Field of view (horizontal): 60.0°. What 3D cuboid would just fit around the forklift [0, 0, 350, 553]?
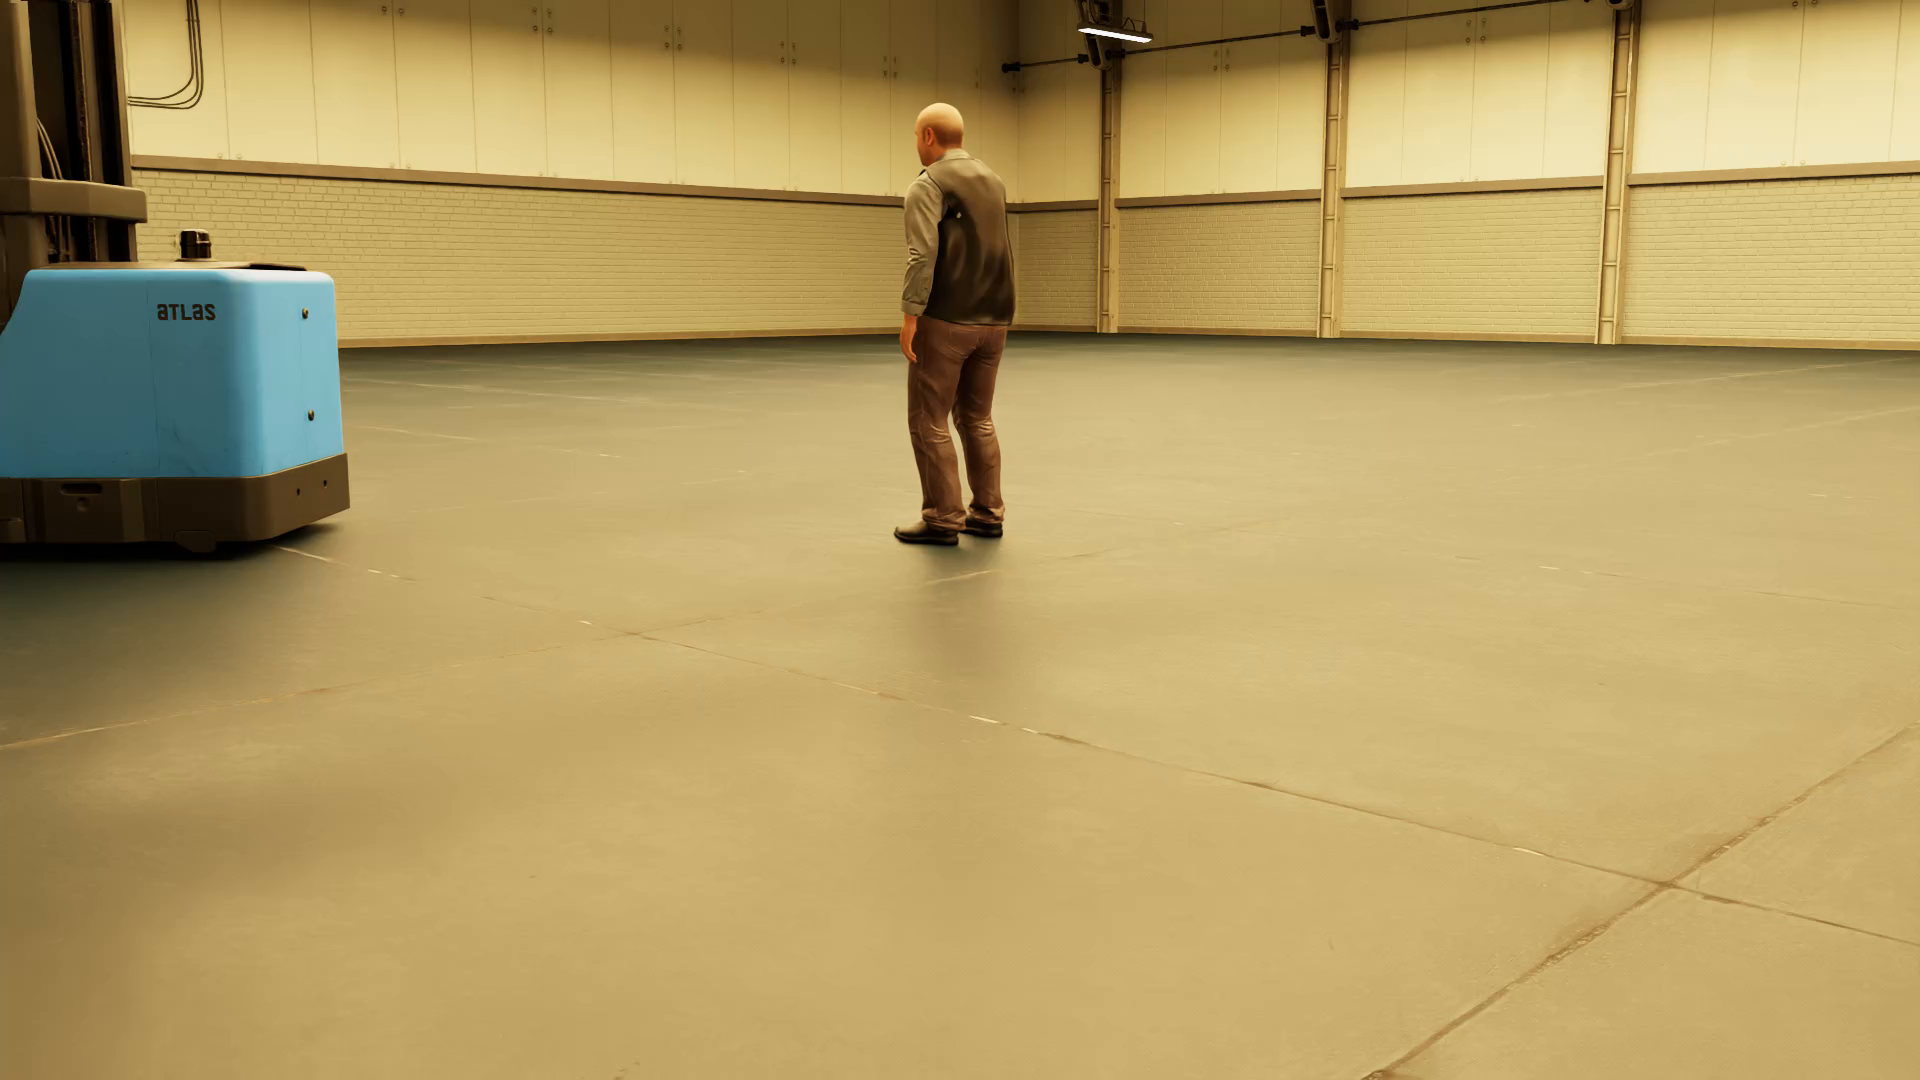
[{"bbox_3d":[-4.122,-1.444,6.465,3.031,2.935,1.130,0,9,-2],"label":"forklift"}]

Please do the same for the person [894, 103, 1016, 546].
[{"bbox_3d":[-0.009,-0.850,6.586,0.422,1.720,0.580,8,11,41],"label":"person"}]
